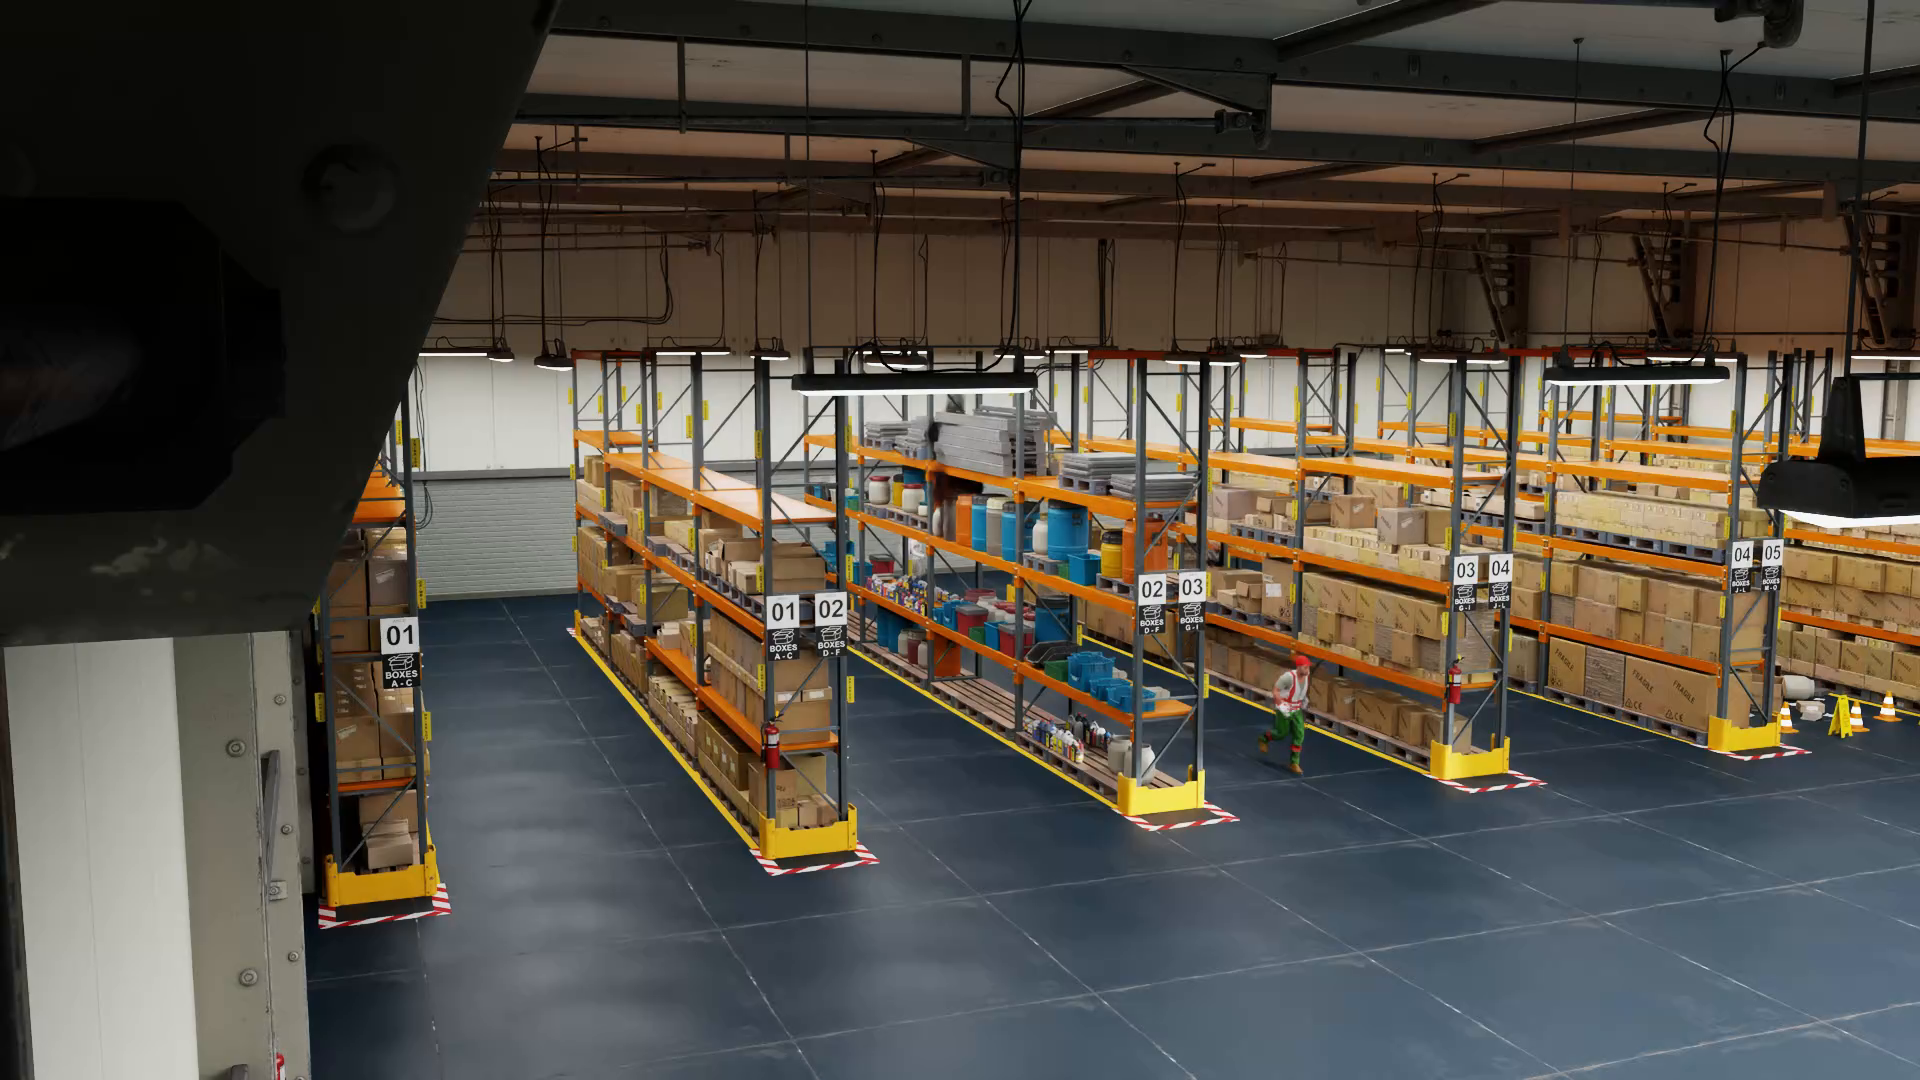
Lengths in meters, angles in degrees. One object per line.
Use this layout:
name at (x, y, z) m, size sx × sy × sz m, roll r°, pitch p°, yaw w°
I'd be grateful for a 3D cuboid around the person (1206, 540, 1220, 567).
person at (5.689, 0.831, 37.502) m, size 0.651 × 1.702 × 0.876 m, roll -3°, pitch 8°, yaw -25°

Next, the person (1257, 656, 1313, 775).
person at (4.748, 2.489, 24.290) m, size 0.674 × 1.728 × 1.012 m, roll -5°, pitch 9°, yaw -37°

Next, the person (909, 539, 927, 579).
person at (-1.075, 0.493, 40.469) m, size 0.548 × 1.653 × 0.613 m, roll 0°, pitch 7°, yaw 4°
